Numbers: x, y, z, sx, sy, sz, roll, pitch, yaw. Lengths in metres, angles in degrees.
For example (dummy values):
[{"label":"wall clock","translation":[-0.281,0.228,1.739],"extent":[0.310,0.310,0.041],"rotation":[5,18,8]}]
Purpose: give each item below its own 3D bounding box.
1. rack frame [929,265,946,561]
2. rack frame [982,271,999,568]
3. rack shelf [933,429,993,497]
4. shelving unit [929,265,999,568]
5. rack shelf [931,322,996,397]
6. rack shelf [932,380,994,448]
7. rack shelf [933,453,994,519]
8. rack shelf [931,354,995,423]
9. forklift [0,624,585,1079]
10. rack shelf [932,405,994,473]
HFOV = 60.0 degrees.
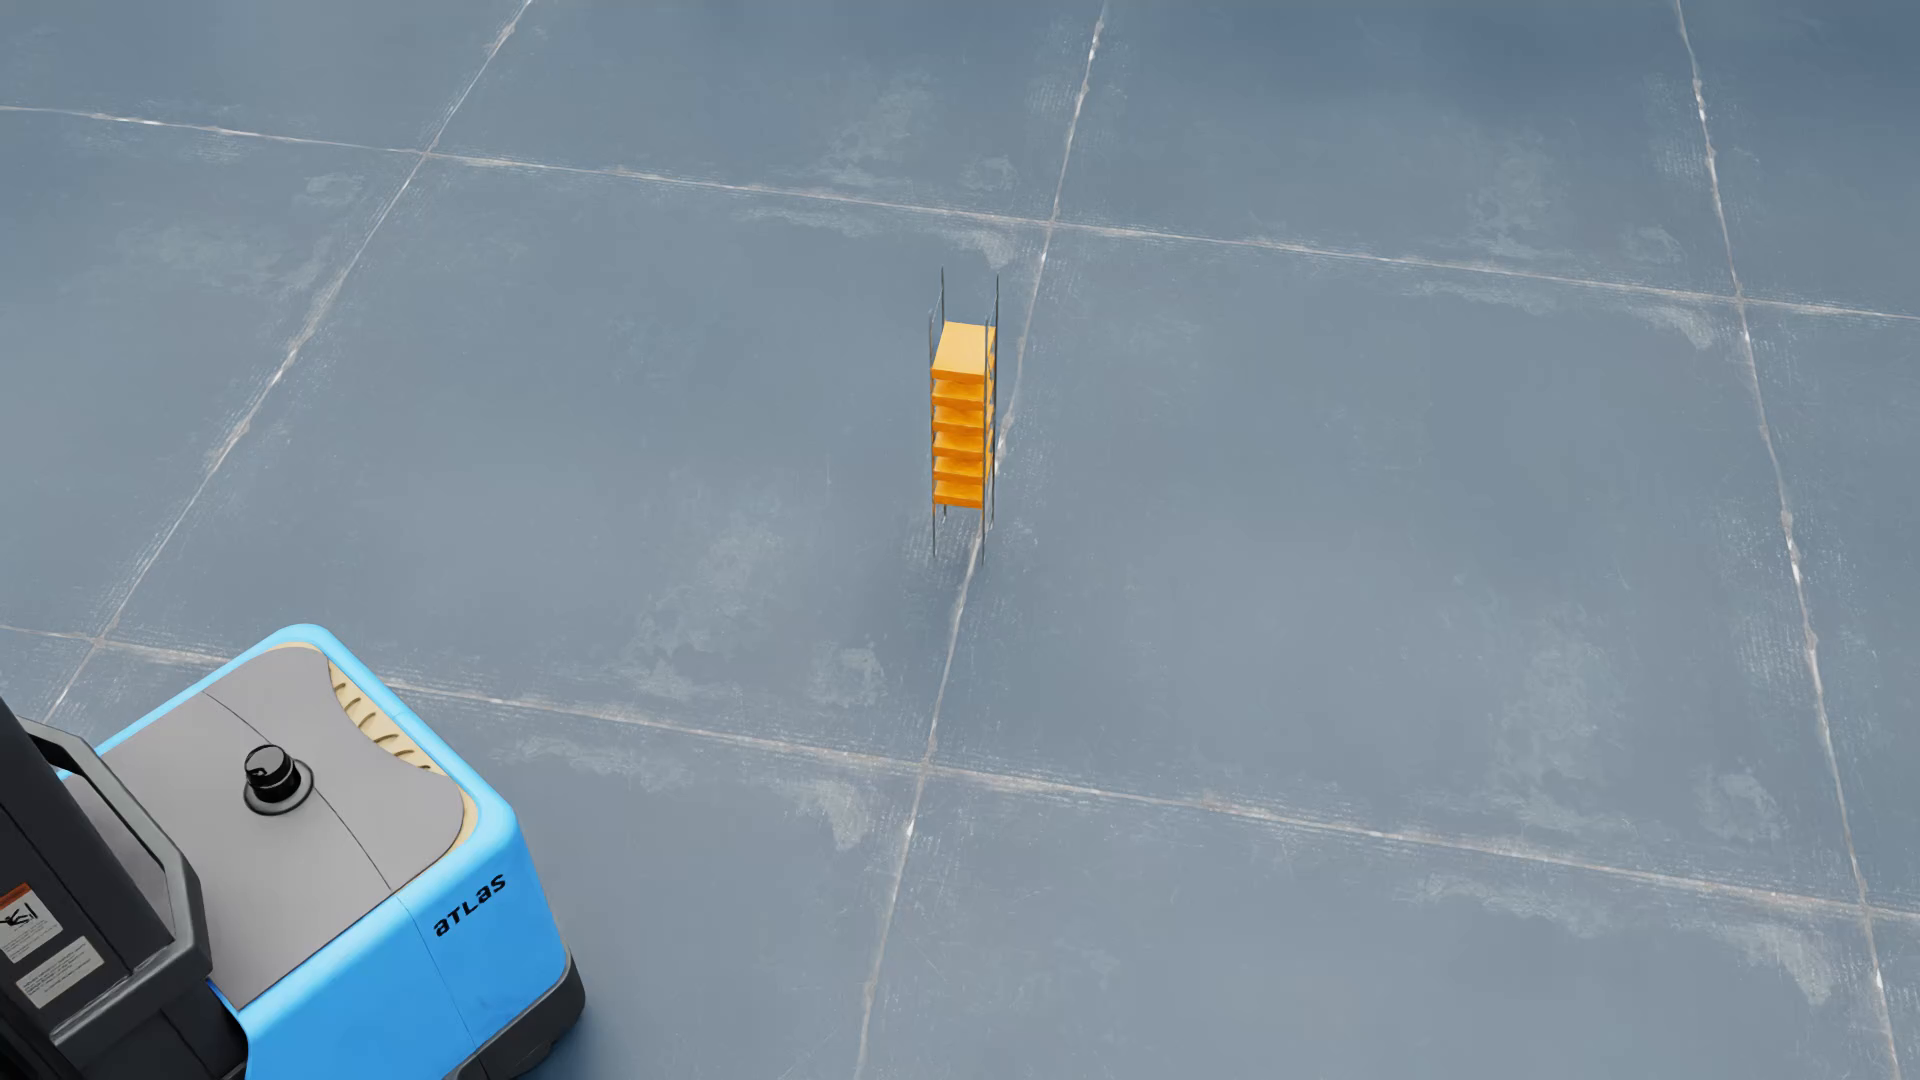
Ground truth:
[{"label":"rack frame","translation":[-0.076,-0.411,5.813],"extent":[0.006,1.200,0.240],"rotation":[8,49,7]},{"label":"rack frame","translation":[0.104,-0.387,5.791],"extent":[0.006,1.200,0.240],"rotation":[8,49,7]},{"label":"rack shelf","translation":[0.014,-0.289,5.924],"extent":[0.180,0.103,0.258],"rotation":[8,49,7]},{"label":"shelving unit","translation":[0.014,-0.399,5.802],"extent":[0.189,1.200,0.258],"rotation":[8,49,7]},{"label":"rack shelf","translation":[0.014,-0.610,5.567],"extent":[0.180,0.103,0.258],"rotation":[8,49,7]},{"label":"rack shelf","translation":[0.014,-0.450,5.746],"extent":[0.180,0.103,0.258],"rotation":[8,49,7]},{"label":"rack shelf","translation":[0.014,-0.209,6.014],"extent":[0.180,0.103,0.258],"rotation":[8,49,7]},{"label":"rack shelf","translation":[0.014,-0.530,5.657],"extent":[0.180,0.103,0.258],"rotation":[8,49,7]},{"label":"forklift","translation":[-2.485,0.989,3.391],"extent":[1.130,2.935,3.031],"rotation":[35,57,27]},{"label":"rack shelf","translation":[0.014,-0.369,5.835],"extent":[0.180,0.103,0.258],"rotation":[8,49,7]}]
